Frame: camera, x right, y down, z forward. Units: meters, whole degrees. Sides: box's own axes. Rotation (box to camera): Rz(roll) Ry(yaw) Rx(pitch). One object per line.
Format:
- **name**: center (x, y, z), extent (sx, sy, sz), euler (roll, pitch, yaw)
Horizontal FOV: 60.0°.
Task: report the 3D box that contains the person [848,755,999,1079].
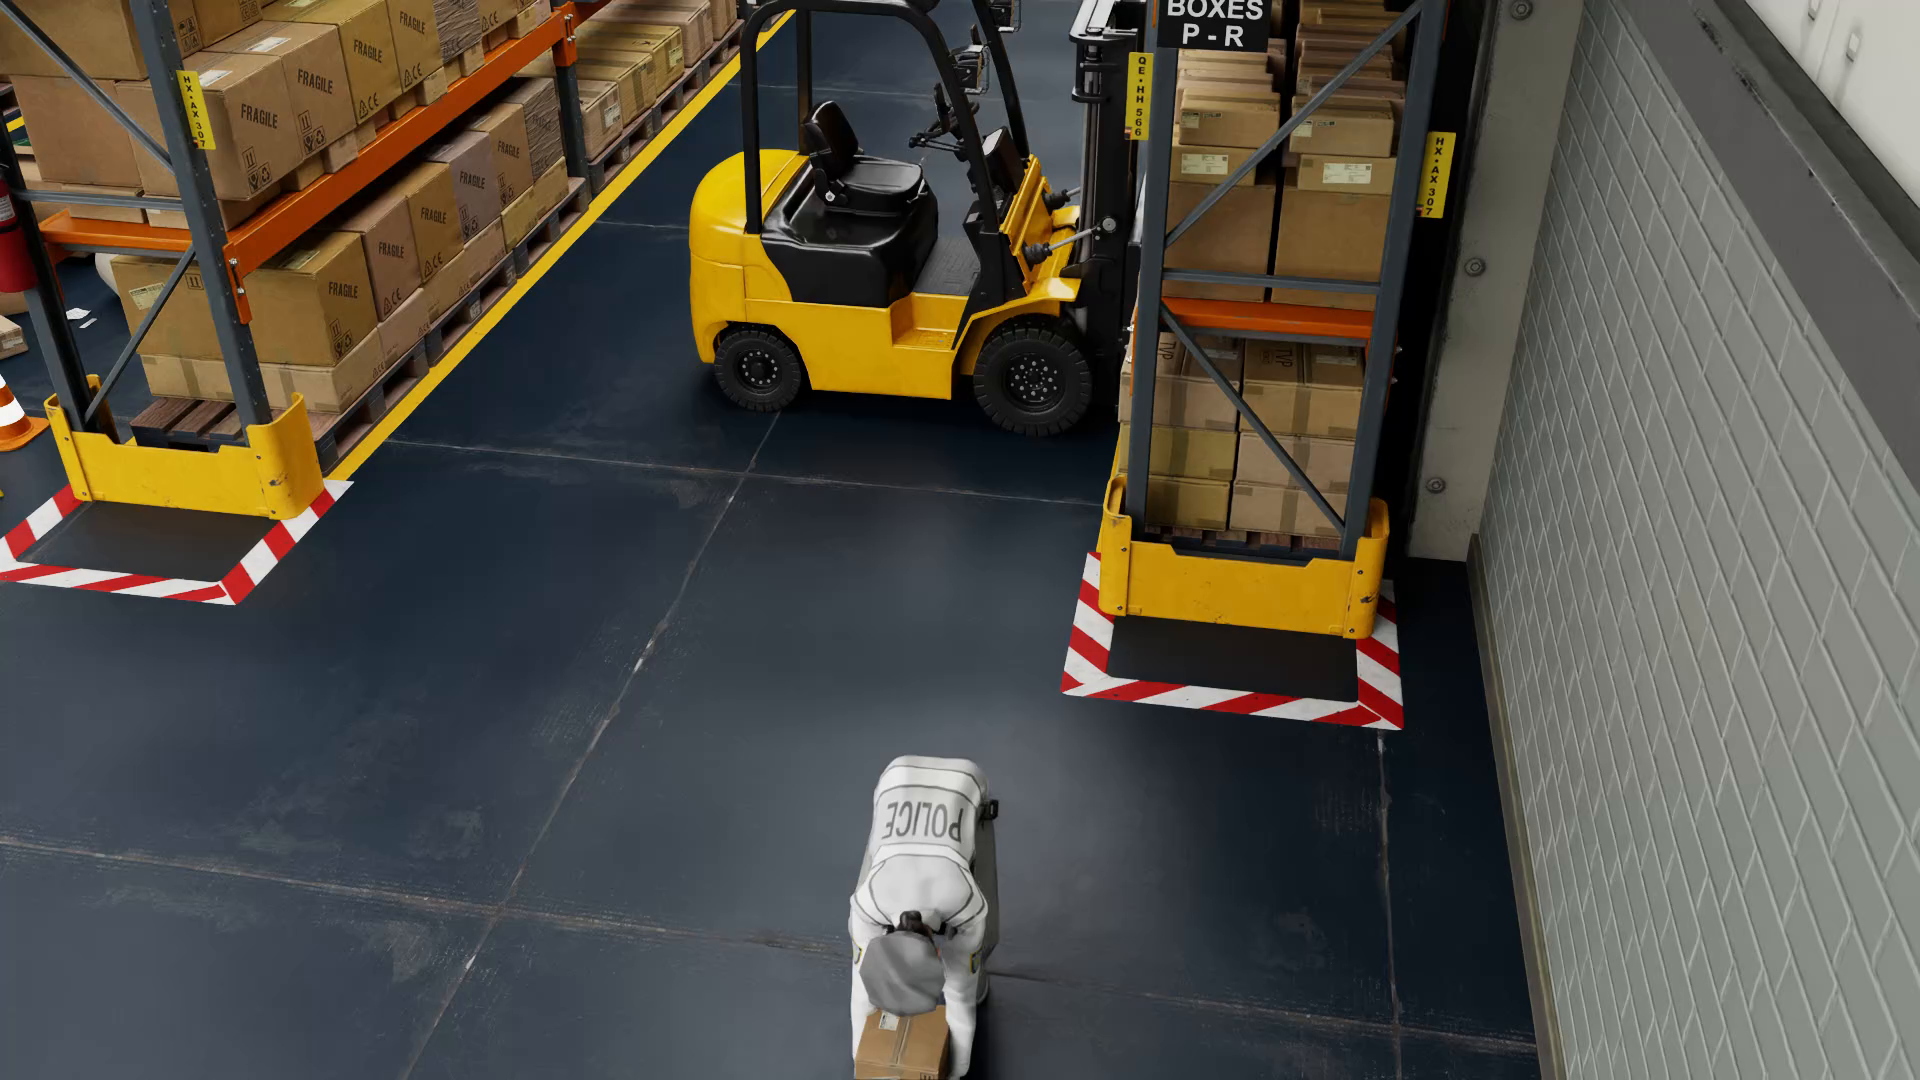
- **person**: center (-0.111, 1.187, 5.110), extent (0.467, 0.813, 0.903), euler (4, 33, 6)
